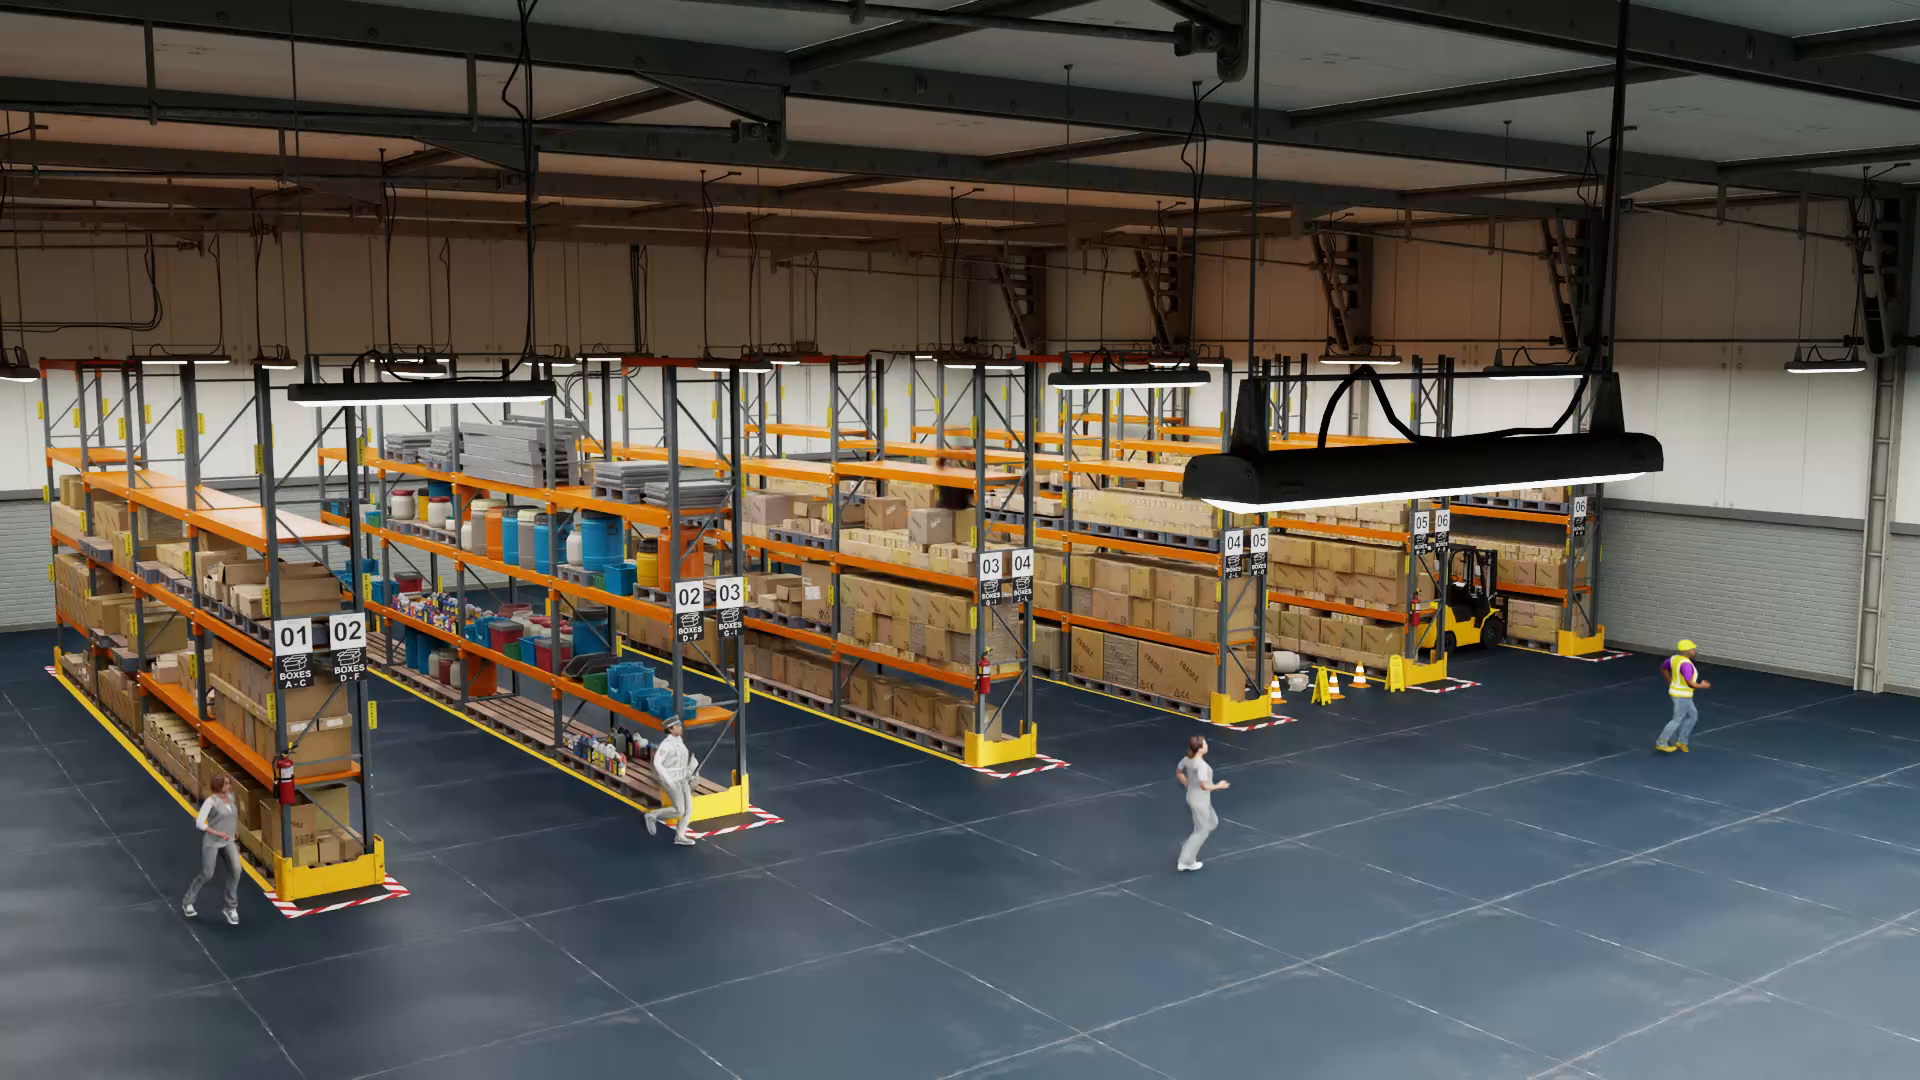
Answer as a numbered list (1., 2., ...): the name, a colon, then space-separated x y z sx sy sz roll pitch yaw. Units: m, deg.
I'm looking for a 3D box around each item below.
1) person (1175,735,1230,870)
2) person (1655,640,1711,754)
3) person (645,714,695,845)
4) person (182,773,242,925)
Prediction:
1. person: 2.898 3.126 19.889 0.605 1.629 0.544 -1 7 -12
2. person: 11.044 2.430 25.424 0.744 1.839 0.726 1 7 10
3. person: -3.633 3.009 20.968 0.646 1.641 0.649 2 7 13
4. person: -8.140 3.363 18.280 0.723 1.608 0.608 3 8 25
